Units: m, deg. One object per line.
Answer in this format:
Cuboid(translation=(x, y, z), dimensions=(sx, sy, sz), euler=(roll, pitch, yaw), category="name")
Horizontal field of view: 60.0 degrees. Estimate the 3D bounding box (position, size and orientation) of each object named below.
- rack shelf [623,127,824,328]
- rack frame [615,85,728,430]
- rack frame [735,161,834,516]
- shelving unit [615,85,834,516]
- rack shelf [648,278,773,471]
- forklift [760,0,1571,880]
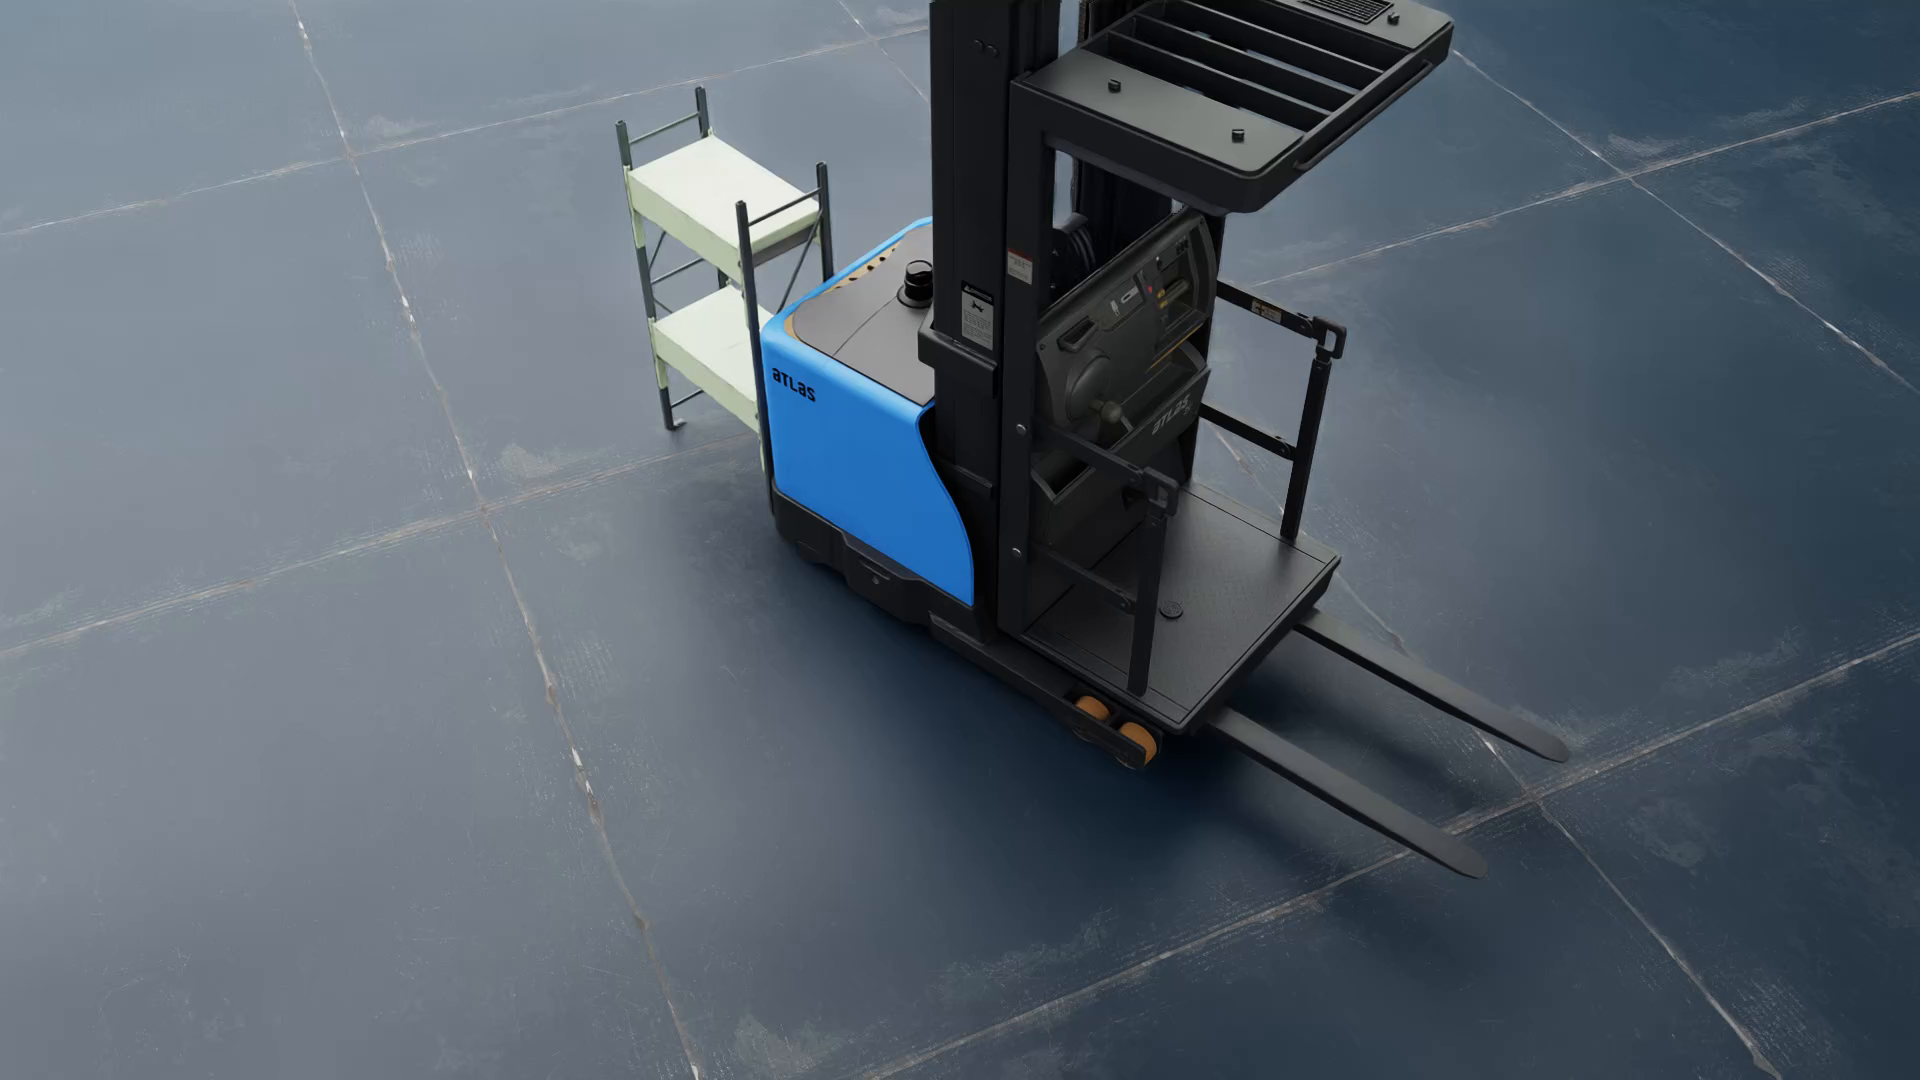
Cuboid(translation=(-0.882, -1.200, 6.343), dimensions=(0.431, 0.370, 0.720), euler=(-33, 53, -29), category="rack shelf")
Cuboid(translation=(-1.131, -1.111, 6.808), dimensions=(0.400, 1.500, 0.023), euler=(-33, 53, -29), category="rack frame")
Cuboid(translation=(-0.633, -0.734, 6.426), dimensions=(0.400, 1.500, 0.023), euler=(-33, 53, -29), category="rack frame")
Cuboid(translation=(-0.882, -0.922, 6.617), dimensions=(0.431, 1.500, 0.755), euler=(-33, 53, -29), category="shelving unit")
Cuboid(translation=(-0.882, -0.690, 6.846), dimensions=(0.431, 0.370, 0.720), euler=(-33, 53, -29), category="rack shelf")
Cuboid(translation=(0.716, -0.654, 5.326), dimensions=(3.031, 2.935, 1.130), euler=(30, 52, 27), category="forklift")
